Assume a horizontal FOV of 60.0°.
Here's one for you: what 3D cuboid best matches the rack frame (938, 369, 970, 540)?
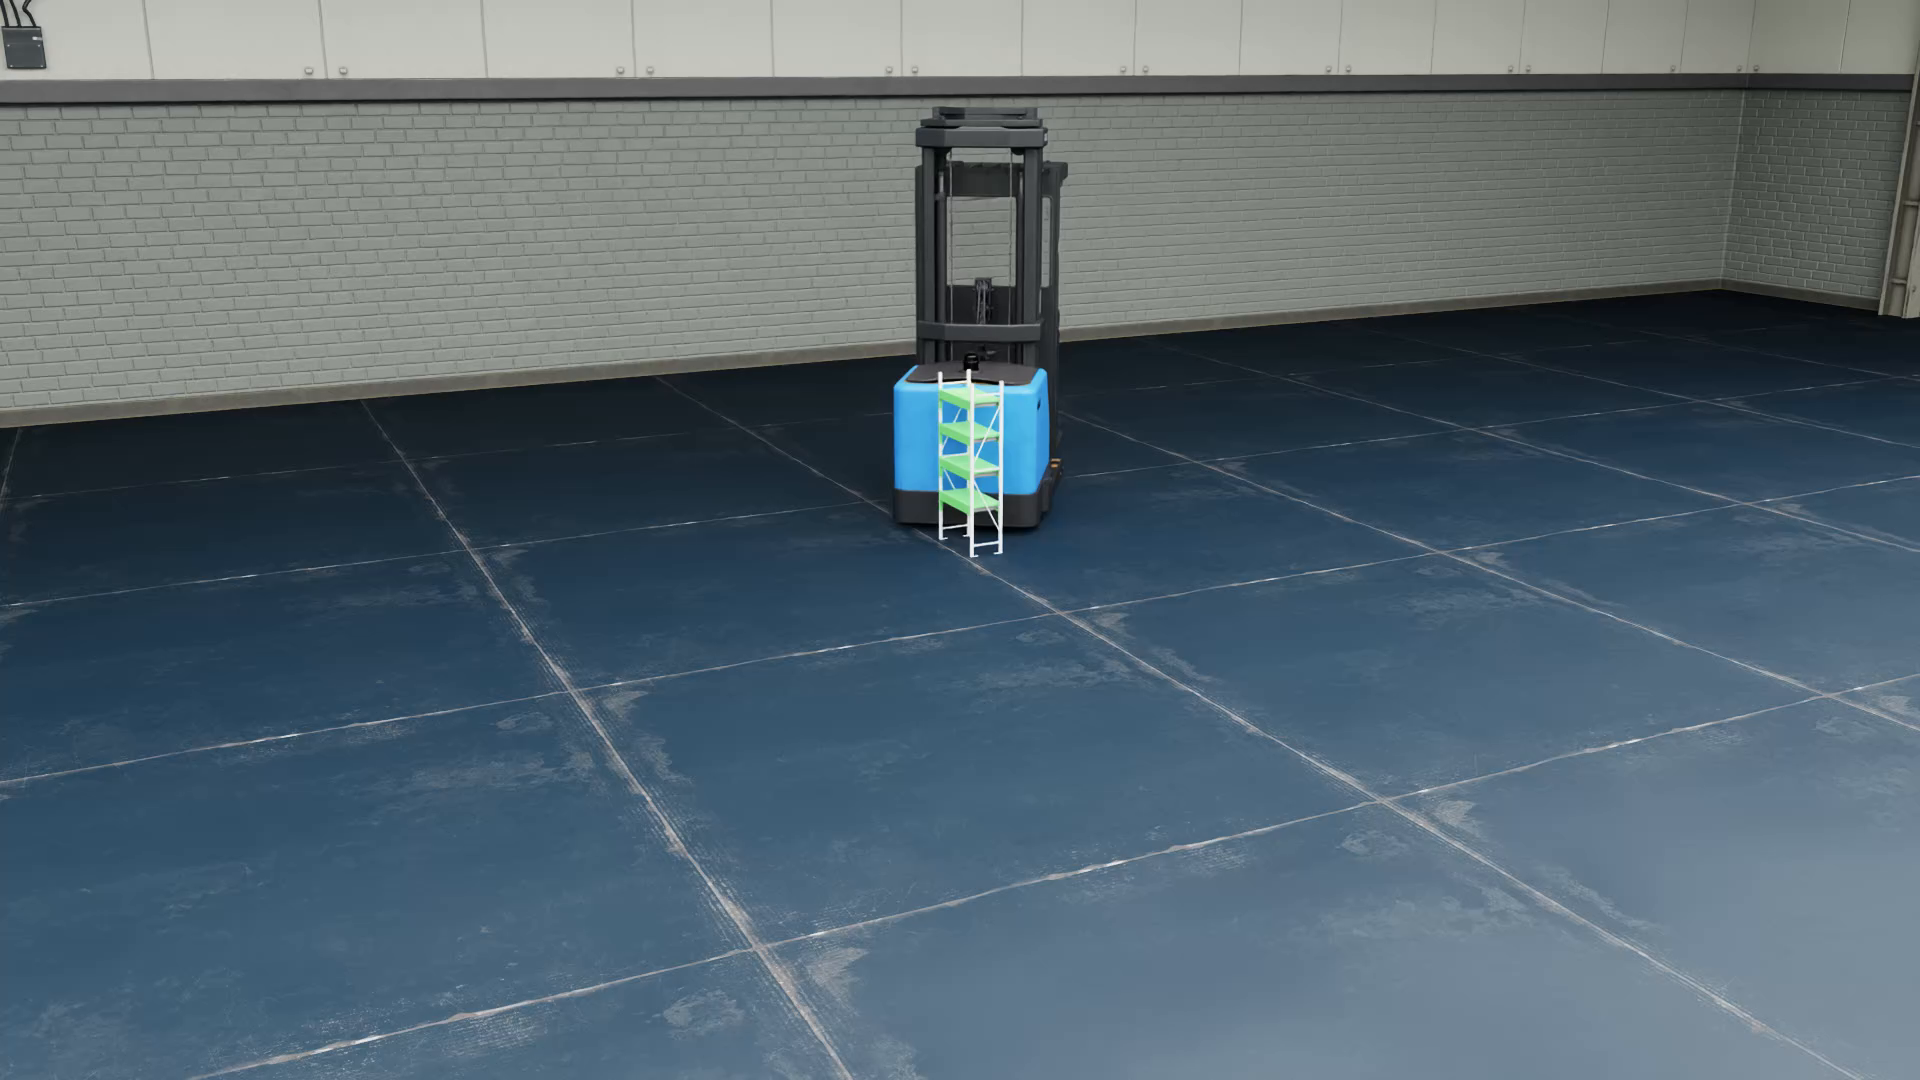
[{"bbox_3d":[-0.038,-0.590,11.632,0.240,1.200,0.015,-8,18,-25],"label":"rack frame"}]

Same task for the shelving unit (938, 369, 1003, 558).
[{"bbox_3d":[0.070,-0.530,11.422,0.258,1.200,0.503,-8,18,-25],"label":"shelving unit"}]

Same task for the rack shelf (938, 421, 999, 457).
[{"bbox_3d":[0.070,-0.699,11.373,0.258,0.148,0.480,-8,18,-25],"label":"rack shelf"}]

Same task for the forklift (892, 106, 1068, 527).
[{"bbox_3d":[0.242,-1.858,12.912,1.130,2.935,3.031,2,16,8],"label":"forklift"}]

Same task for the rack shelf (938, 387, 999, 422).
[{"bbox_3d":[0.070,-0.930,11.307,0.258,0.148,0.480,-8,18,-25],"label":"rack shelf"}]

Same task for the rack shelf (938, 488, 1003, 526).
[{"bbox_3d":[0.070,-0.238,11.506,0.258,0.148,0.480,-8,18,-25],"label":"rack shelf"}]

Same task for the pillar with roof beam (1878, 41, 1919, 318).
[{"bbox_3d":[8.657,-6.800,19.133,9.100,9.000,0.400,-8,18,-25],"label":"pillar with roof beam"}]

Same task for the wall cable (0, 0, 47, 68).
[{"bbox_3d":[-7.350,-7.182,14.298,2.305,6.003,0.169,-8,18,-25],"label":"wall cable"}]

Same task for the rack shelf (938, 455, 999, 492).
[{"bbox_3d":[0.070,-0.468,11.440,0.258,0.148,0.480,-8,18,-25],"label":"rack shelf"}]

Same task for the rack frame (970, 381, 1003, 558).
[{"bbox_3d":[0.178,-0.470,11.212,0.240,1.200,0.015,-8,18,-25],"label":"rack frame"}]
